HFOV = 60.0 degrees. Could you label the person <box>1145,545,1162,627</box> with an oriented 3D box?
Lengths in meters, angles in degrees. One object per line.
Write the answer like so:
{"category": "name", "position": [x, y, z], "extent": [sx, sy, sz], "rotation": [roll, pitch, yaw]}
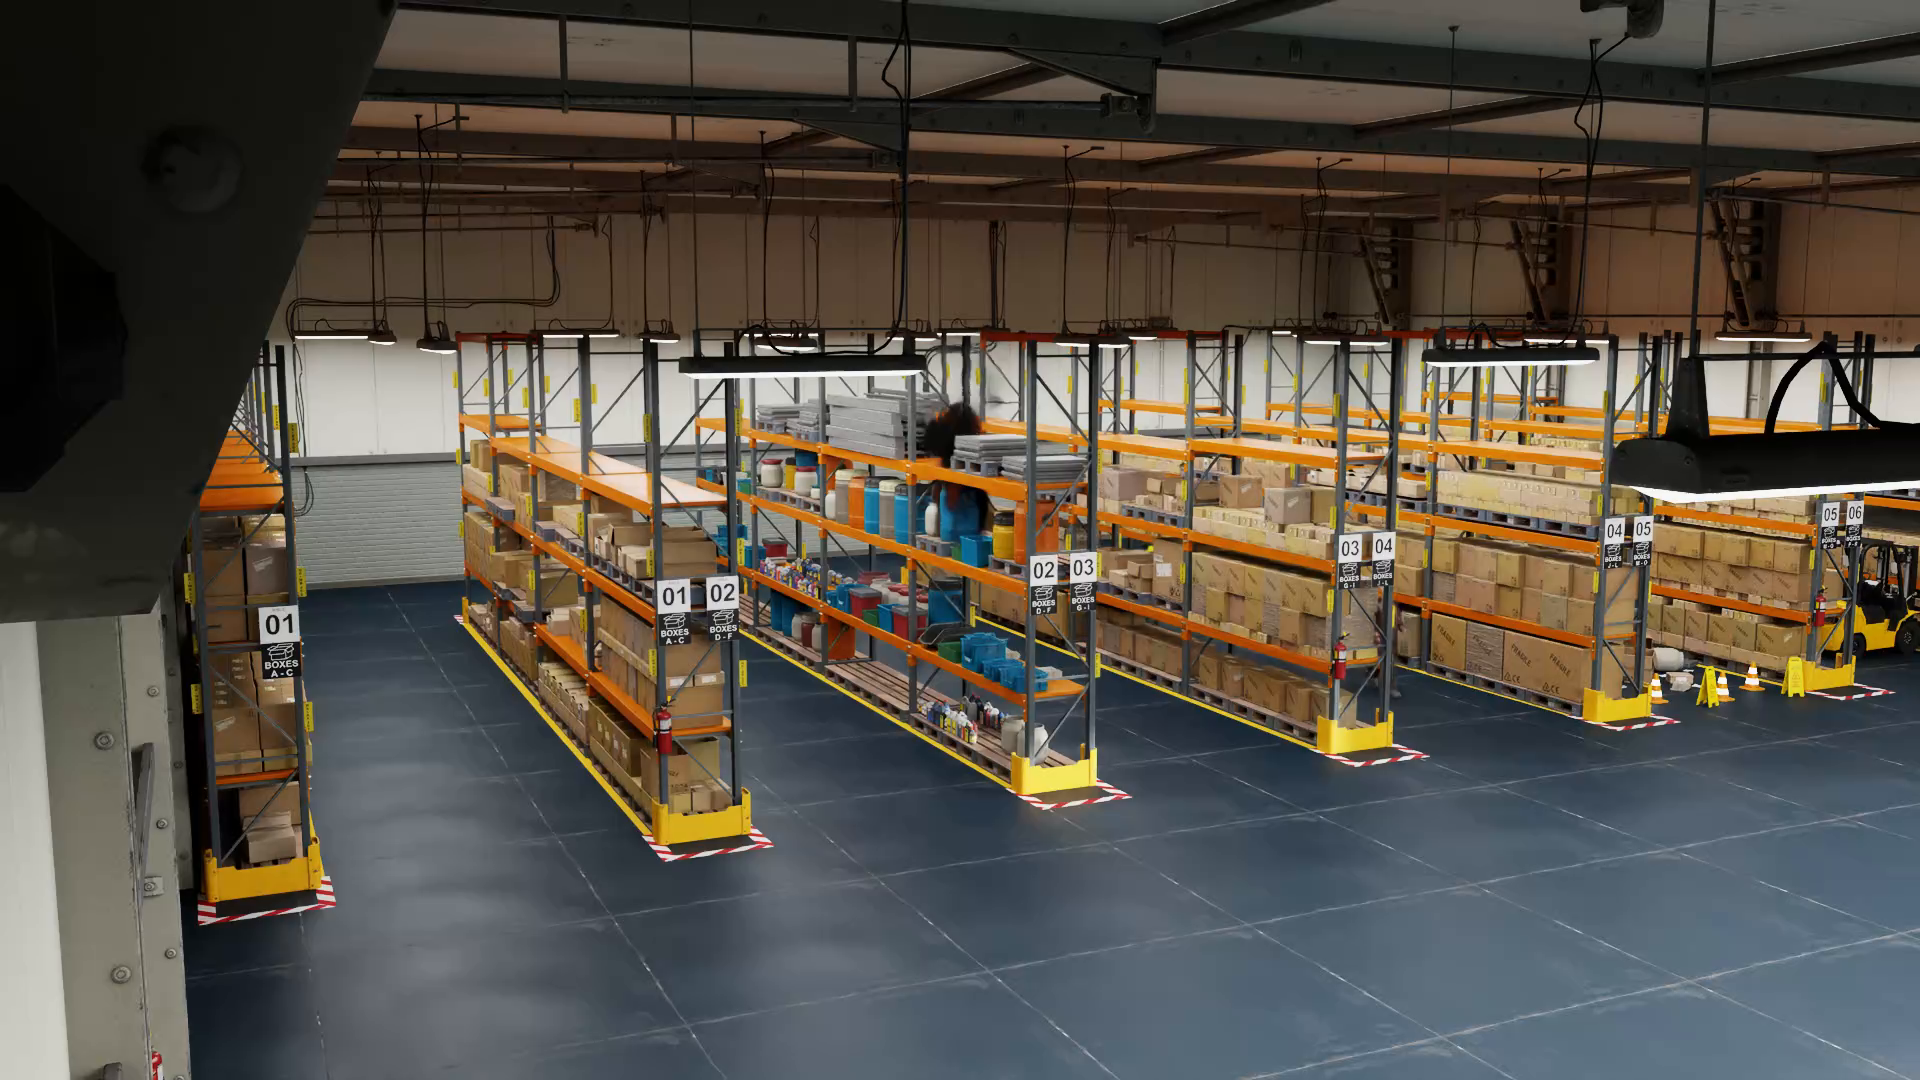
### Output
{"category": "person", "position": [3.857, 1.002, 33.176], "extent": [0.671, 1.806, 0.730], "rotation": [-3, 8, -21]}

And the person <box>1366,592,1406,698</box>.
{"category": "person", "position": [7.139, 1.693, 27.968], "extent": [0.716, 1.788, 0.920], "rotation": [-5, 9, -31]}

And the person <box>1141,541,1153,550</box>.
{"category": "person", "position": [4.856, -0.198, 42.542], "extent": [0.565, 1.623, 0.564], "rotation": [-3, 8, -23]}
